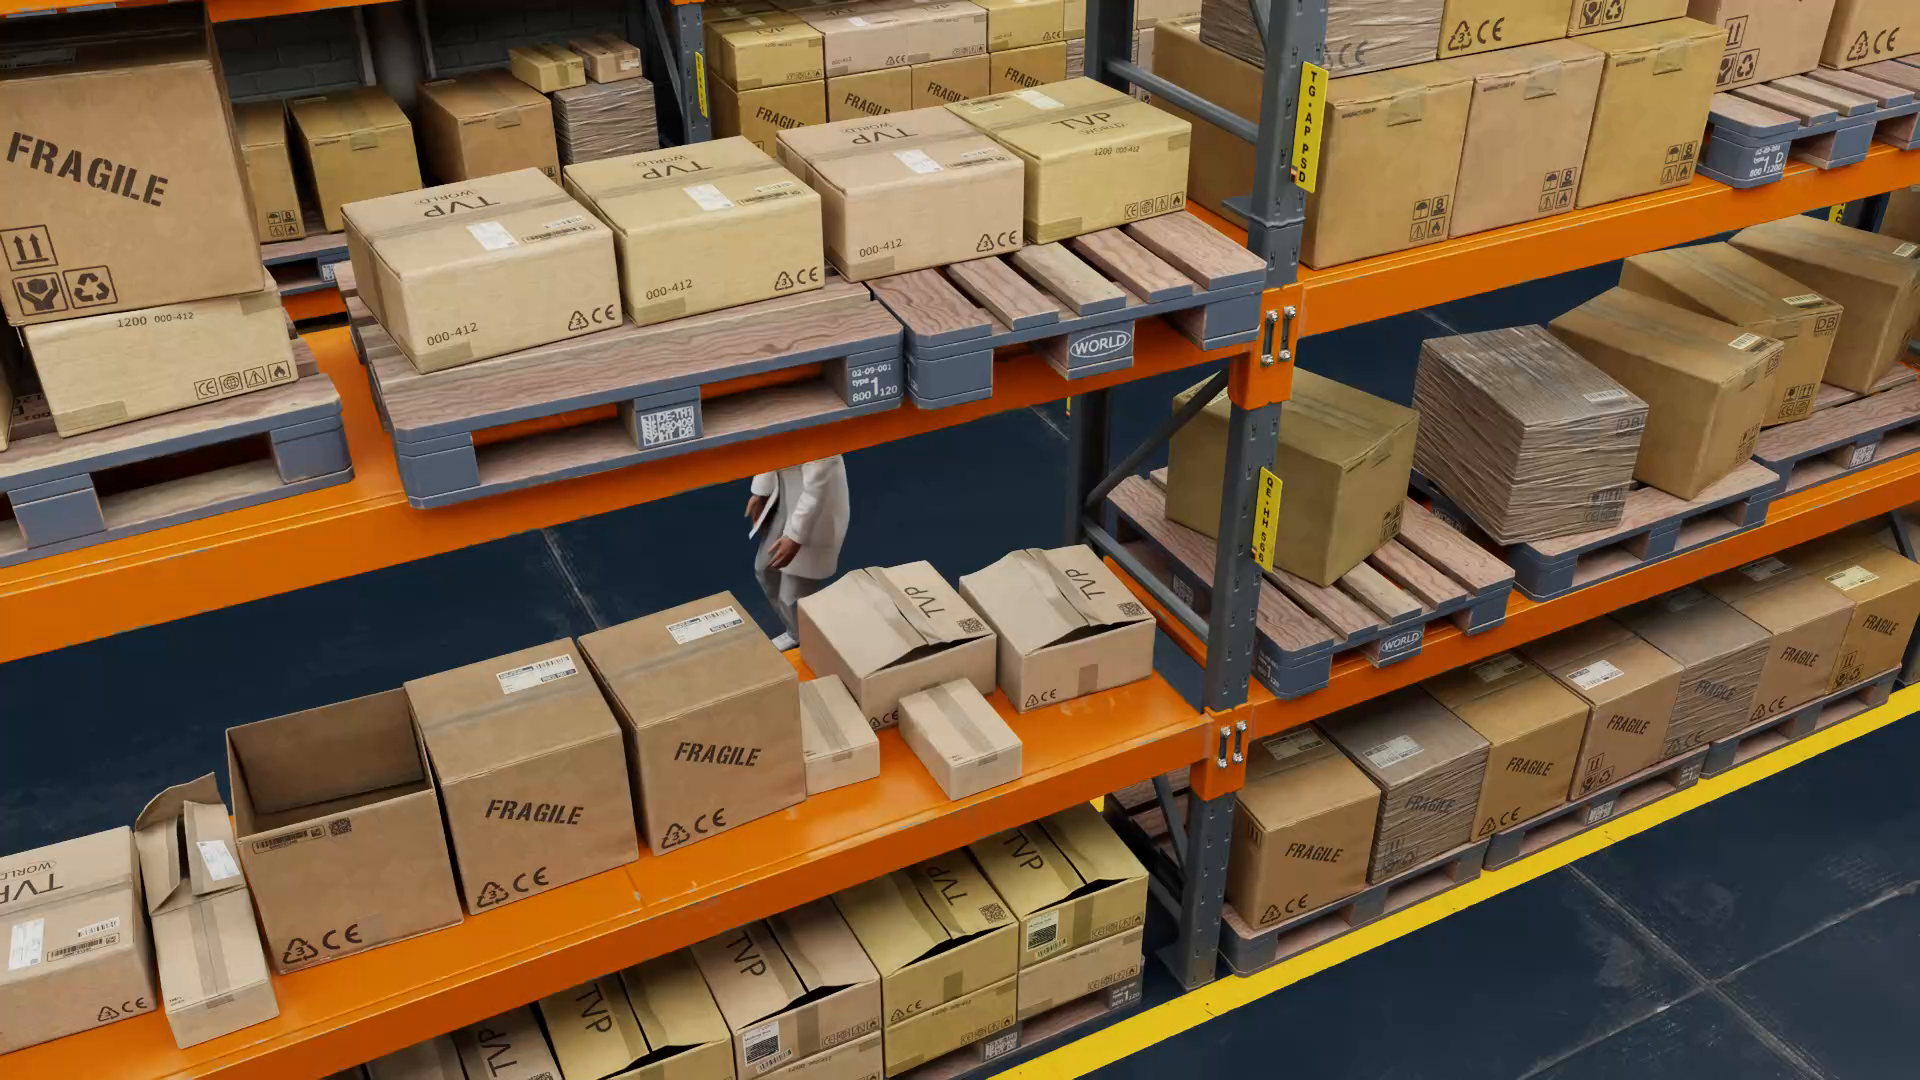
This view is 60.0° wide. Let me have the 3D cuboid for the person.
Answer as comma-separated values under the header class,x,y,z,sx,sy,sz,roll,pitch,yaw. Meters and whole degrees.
class,x,y,z,sx,sy,sz,roll,pitch,yaw
person,-0.717,-0.108,7.403,0.459,1.703,0.599,-15,36,-22
